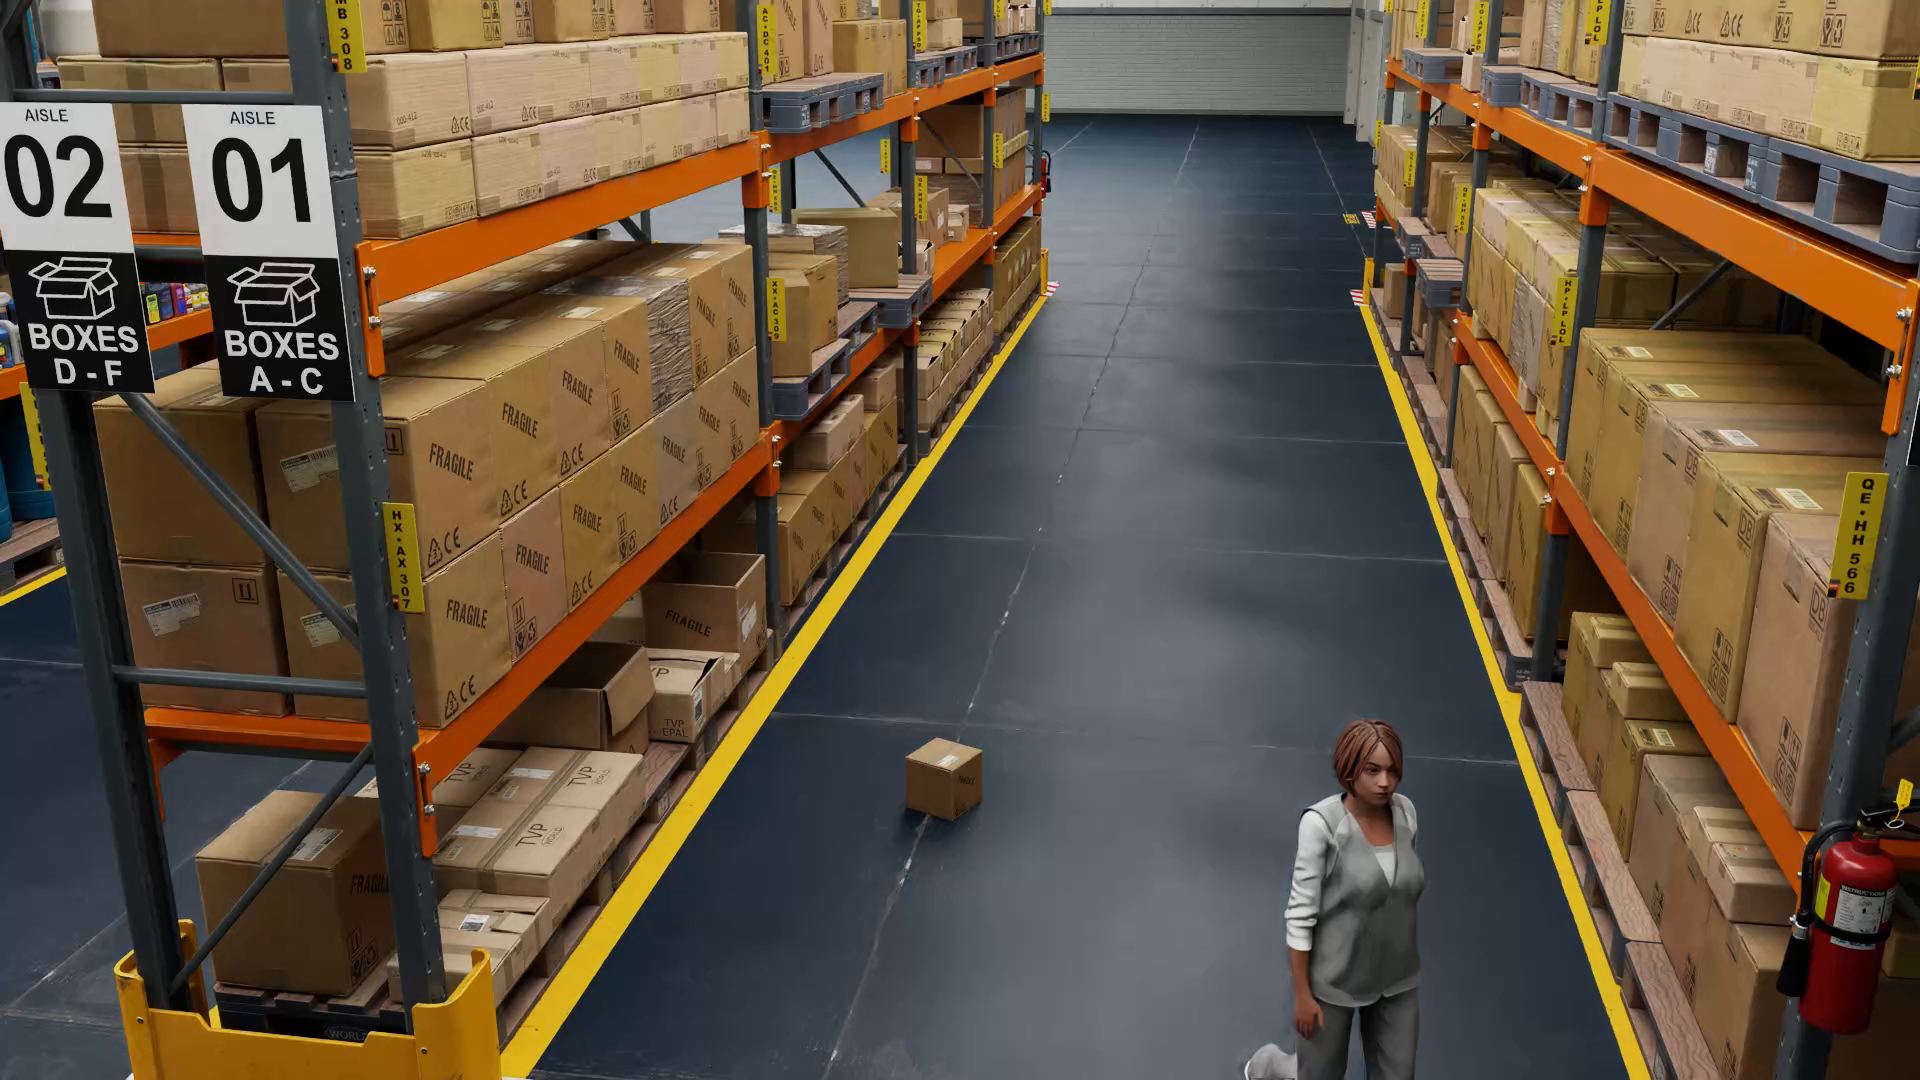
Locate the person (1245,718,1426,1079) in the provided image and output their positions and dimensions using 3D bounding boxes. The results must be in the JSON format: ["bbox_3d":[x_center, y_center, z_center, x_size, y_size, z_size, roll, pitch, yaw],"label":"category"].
[{"bbox_3d":[1.103,1.241,4.754,0.416,1.568,0.712,-5,19,-16],"label":"person"}]
